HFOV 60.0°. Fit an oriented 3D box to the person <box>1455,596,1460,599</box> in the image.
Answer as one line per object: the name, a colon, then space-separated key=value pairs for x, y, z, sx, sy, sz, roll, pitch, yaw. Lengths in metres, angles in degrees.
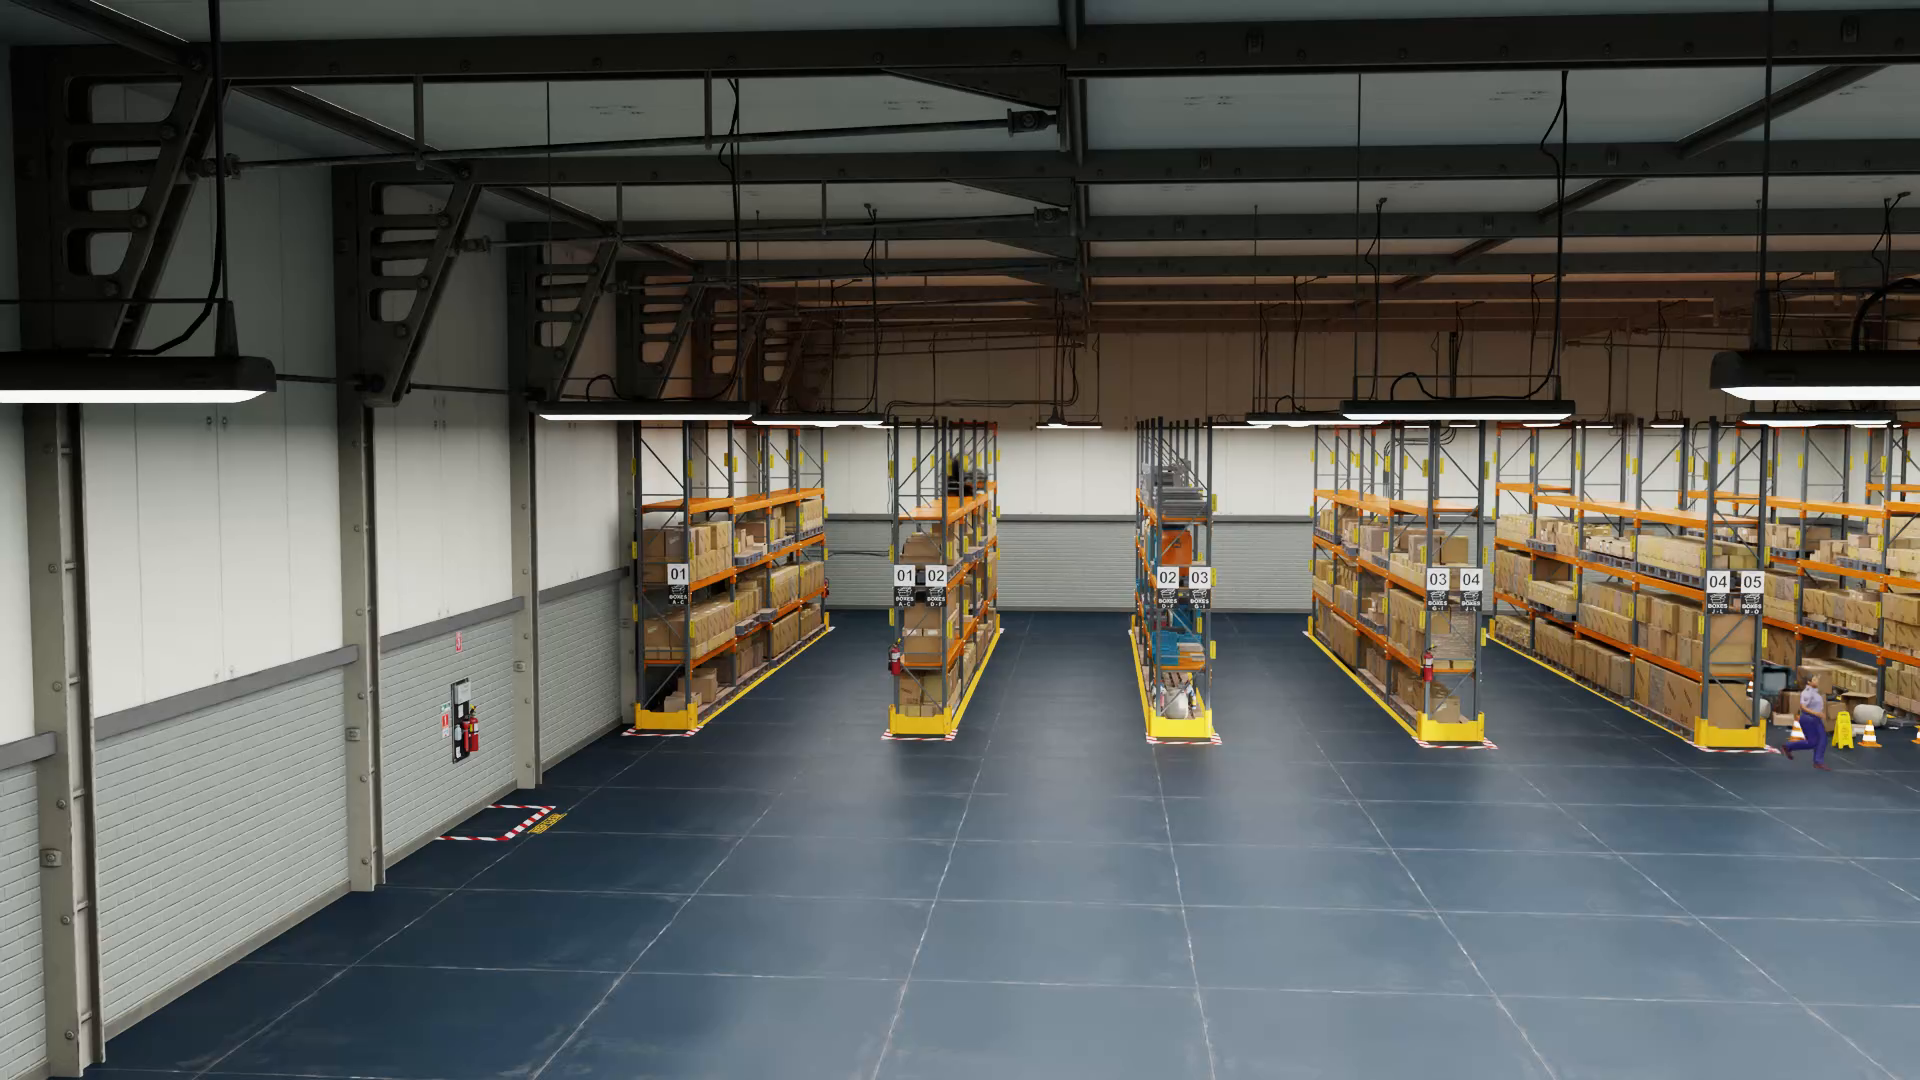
person: x=13.542 y=1.898 z=45.933 sx=0.732 sy=1.678 sz=0.622 roll=2 pitch=4 yaw=26

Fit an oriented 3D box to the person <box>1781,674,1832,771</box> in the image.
person: x=14.406 y=3.078 z=28.231 sx=0.779 sy=1.630 sz=0.607 roll=3 pitch=5 yaw=41
